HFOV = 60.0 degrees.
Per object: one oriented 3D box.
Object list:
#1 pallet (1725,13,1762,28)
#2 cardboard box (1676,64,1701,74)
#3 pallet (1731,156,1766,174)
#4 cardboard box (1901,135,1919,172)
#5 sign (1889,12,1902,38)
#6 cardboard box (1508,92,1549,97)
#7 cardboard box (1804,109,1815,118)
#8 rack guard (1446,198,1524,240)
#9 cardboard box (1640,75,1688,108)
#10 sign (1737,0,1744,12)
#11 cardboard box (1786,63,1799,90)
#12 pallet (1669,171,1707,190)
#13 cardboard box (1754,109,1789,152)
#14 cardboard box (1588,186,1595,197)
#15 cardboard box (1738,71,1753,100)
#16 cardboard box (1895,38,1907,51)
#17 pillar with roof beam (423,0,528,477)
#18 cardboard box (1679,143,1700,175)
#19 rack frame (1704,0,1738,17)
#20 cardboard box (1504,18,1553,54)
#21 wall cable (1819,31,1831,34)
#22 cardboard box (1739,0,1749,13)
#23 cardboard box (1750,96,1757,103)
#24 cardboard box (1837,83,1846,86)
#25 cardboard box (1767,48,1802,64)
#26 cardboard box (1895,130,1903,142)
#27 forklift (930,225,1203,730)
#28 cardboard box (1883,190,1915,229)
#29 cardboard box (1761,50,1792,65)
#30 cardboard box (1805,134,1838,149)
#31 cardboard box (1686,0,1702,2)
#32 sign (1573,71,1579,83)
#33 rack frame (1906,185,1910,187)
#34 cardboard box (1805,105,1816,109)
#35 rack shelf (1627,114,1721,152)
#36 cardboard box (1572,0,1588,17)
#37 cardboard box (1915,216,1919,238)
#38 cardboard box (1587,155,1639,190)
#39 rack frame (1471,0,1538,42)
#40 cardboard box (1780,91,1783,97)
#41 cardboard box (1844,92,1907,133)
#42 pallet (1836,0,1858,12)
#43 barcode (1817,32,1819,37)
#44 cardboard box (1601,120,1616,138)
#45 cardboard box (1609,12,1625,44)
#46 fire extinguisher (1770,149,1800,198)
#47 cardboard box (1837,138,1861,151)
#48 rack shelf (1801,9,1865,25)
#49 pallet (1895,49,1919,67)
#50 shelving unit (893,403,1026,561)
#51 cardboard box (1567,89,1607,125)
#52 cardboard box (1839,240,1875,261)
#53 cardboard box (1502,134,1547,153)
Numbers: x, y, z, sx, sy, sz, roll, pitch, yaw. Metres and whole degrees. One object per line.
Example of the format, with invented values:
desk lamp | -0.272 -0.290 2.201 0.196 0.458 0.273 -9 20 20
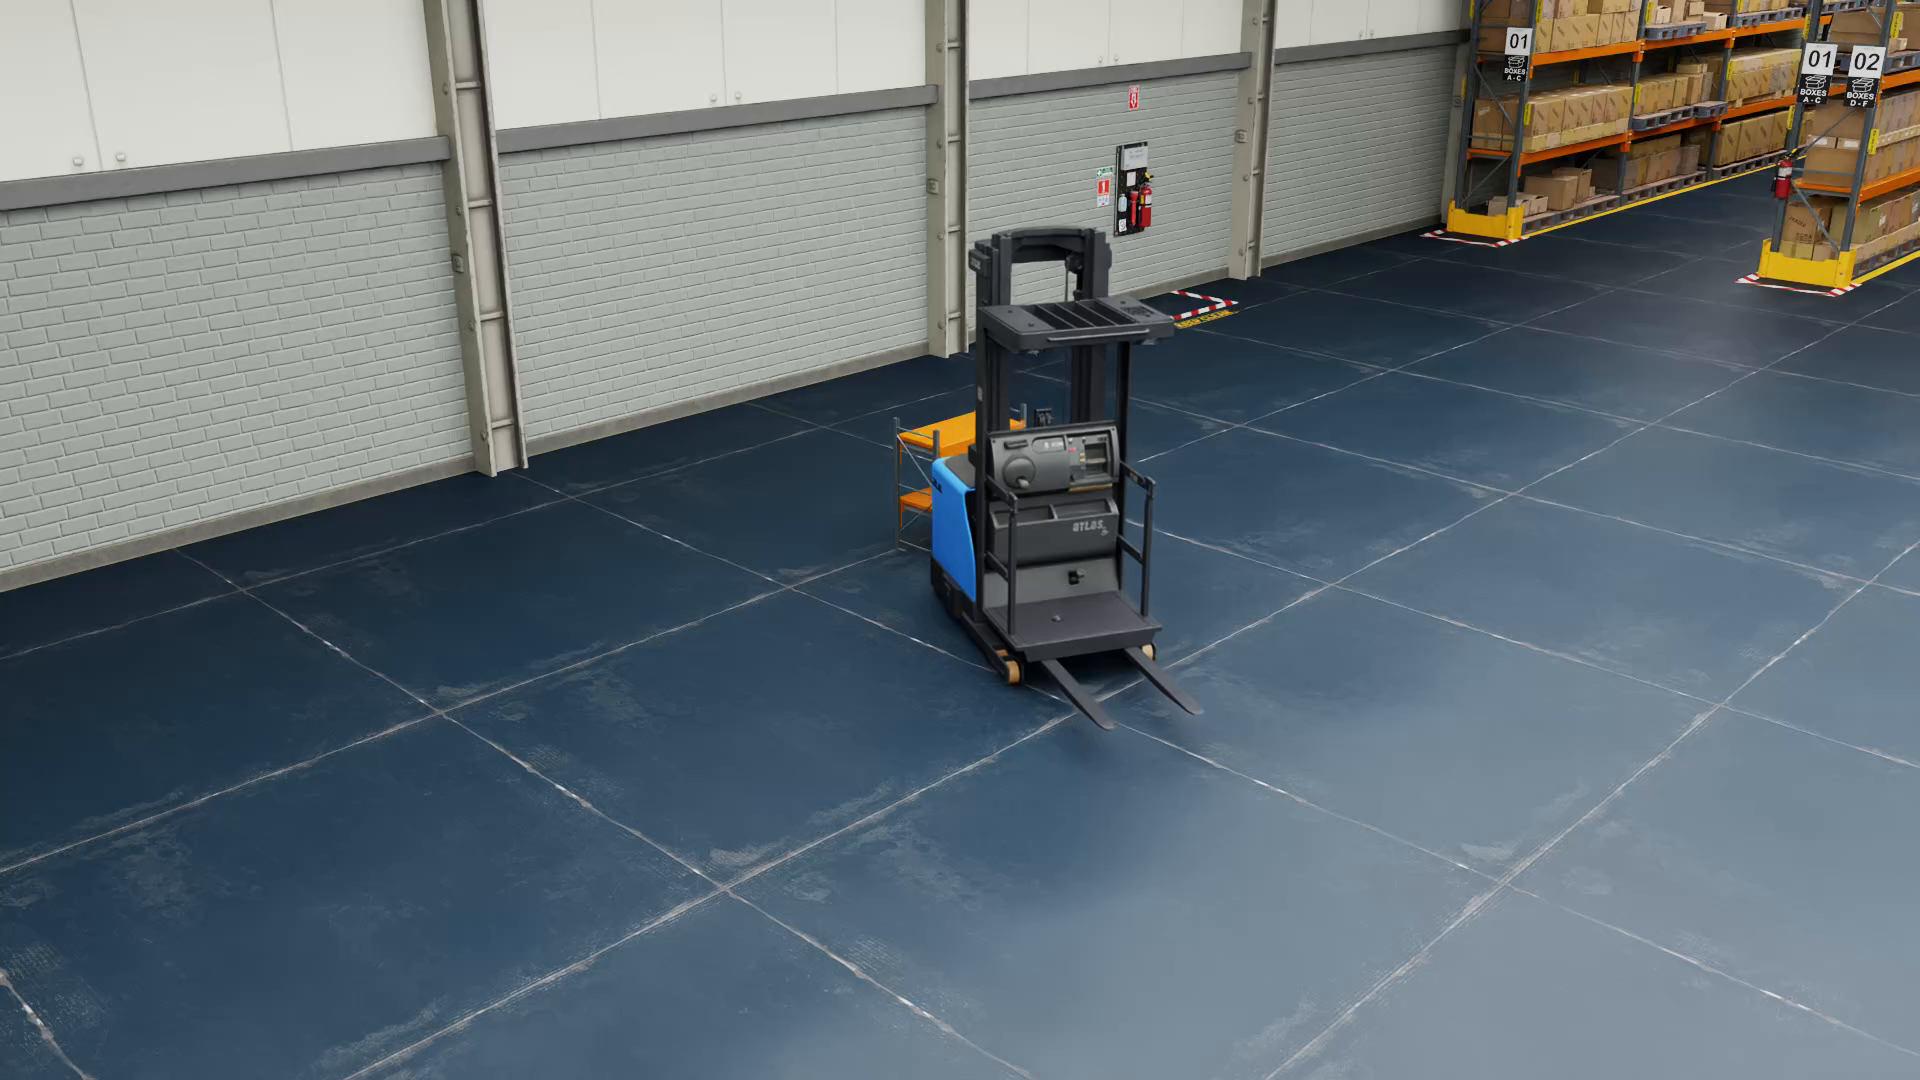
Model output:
pallet | 14.353 -9.855 31.477 1.003 0.211 1.213 -19 28 -40
cardboard box | 13.508 -8.736 30.827 0.380 0.149 0.250 14 25 32
pallet | 15.396 -7.558 33.306 1.003 0.211 1.213 19 28 41
cardboard box | 13.682 -5.763 24.609 0.500 0.500 0.700 -20 28 -41
sign | 12.306 -6.773 21.868 0.100 0.325 0.005 19 28 41
cardboard box | 9.253 -7.032 27.187 0.500 0.500 0.500 18 28 39
cardboard box | 18.061 -9.067 35.340 0.380 0.149 0.250 18 28 39
rack guard | 8.414 -5.160 26.665 1.175 0.500 0.348 19 28 41
cardboard box | 12.768 -8.167 30.250 0.700 0.500 0.500 19 28 41
sign | 14.329 -9.869 30.530 0.100 0.325 0.005 19 28 41
cardboard box | 16.590 -9.405 33.643 0.500 0.500 0.500 19 28 40
pallet | 13.395 -6.862 31.494 1.003 0.211 1.213 19 28 41
cardboard box | 16.372 -8.385 33.982 0.750 0.750 0.750 20 28 41
cardboard box | 10.799 -6.073 28.893 0.380 0.166 0.250 15 26 34
cardboard box | 14.836 -8.752 31.943 0.500 0.500 0.500 -19 28 -40
cardboard box | 12.860 -6.871 23.021 0.380 0.149 0.250 19 28 41
pillar with roof beam | -1.243 -3.800 11.279 9.100 9.000 0.400 19 28 41
cardboard box | 13.477 -7.204 31.370 0.500 0.500 0.700 -20 29 -41
rack frame | 13.942 -11.164 30.439 1.000 3.000 0.127 19 28 41
cardboard box | 8.773 -7.787 25.667 0.500 0.500 0.500 -19 28 -41
wall cable | 19.738 -11.460 38.156 0.084 1.984 1.851 19 28 41
cardboard box | 14.571 -10.304 31.631 0.700 0.500 0.500 17 27 38
cardboard box | 15.399 -8.680 32.660 0.380 0.149 0.250 19 28 41
cardboard box | 18.674 -10.237 35.971 0.980 0.700 0.700 19 28 40
cardboard box | 16.589 -9.753 33.503 0.500 0.250 0.500 -19 28 -41
cardboard box | 13.238 -5.796 23.793 0.380 0.149 0.250 19 28 40
forklift | 0.728 -0.542 11.262 1.130 2.935 3.031 -7 22 -18
cardboard box | 13.833 -4.930 24.785 0.500 0.500 0.500 19 28 41
cardboard box | 16.226 -9.624 33.167 0.500 0.250 0.500 -19 28 -41
cardboard box | 12.043 -5.564 23.188 0.380 0.149 0.250 19 28 40
cardboard box | 13.274 -9.692 30.624 0.500 0.500 0.500 19 28 41
sign | 10.751 -8.014 28.992 0.100 0.325 0.005 19 28 41
rack frame | 14.703 -6.097 25.617 1.000 3.000 0.127 19 28 41
cardboard box | 18.345 -9.369 36.126 0.250 0.149 0.380 -20 28 -41
rack shelf | 12.546 -7.514 30.307 1.077 0.370 4.000 19 28 41
cardboard box | 9.539 -8.519 26.178 0.500 0.500 0.500 -19 28 -41
cardboard box | 14.536 -4.835 25.583 0.500 0.250 0.500 19 28 41
cardboard box | 11.653 -6.568 29.713 0.500 0.500 0.700 -19 28 -40
rack frame | 8.361 -9.108 25.089 1.000 3.000 0.127 19 28 41
cardboard box | 16.327 -9.000 33.494 0.250 0.149 0.380 -19 28 -40
cardboard box | 12.998 -6.117 23.724 0.700 0.500 0.500 19 28 41
pallet | 18.161 -11.271 35.021 1.003 0.211 1.213 19 28 41
barcode | 11.777 -6.938 22.816 0.001 0.075 0.075 19 28 41
cardboard box | 10.684 -6.951 28.022 0.500 0.250 0.500 19 28 41
cardboard box | 10.614 -8.473 27.452 0.500 0.500 0.500 16 26 36
fire extinguisher | 11.497 -5.118 23.180 0.296 0.674 0.183 19 28 41
cardboard box | 12.341 -5.465 22.930 0.380 0.149 0.250 19 28 40
rack shelf | 18.127 -10.970 35.119 1.077 0.370 4.000 19 28 41
pallet | 13.275 -6.918 23.696 1.003 0.211 1.213 19 28 41
shelving unit | 0.005 -0.527 13.739 0.538 1.125 1.048 19 28 41
cardboard box | 10.340 -7.170 27.545 0.500 0.500 0.500 18 28 39
cardboard box | 12.792 -4.193 23.911 0.500 0.250 0.500 19 28 41
cardboard box | 8.929 -6.293 26.308 0.500 0.250 0.500 18 28 39
